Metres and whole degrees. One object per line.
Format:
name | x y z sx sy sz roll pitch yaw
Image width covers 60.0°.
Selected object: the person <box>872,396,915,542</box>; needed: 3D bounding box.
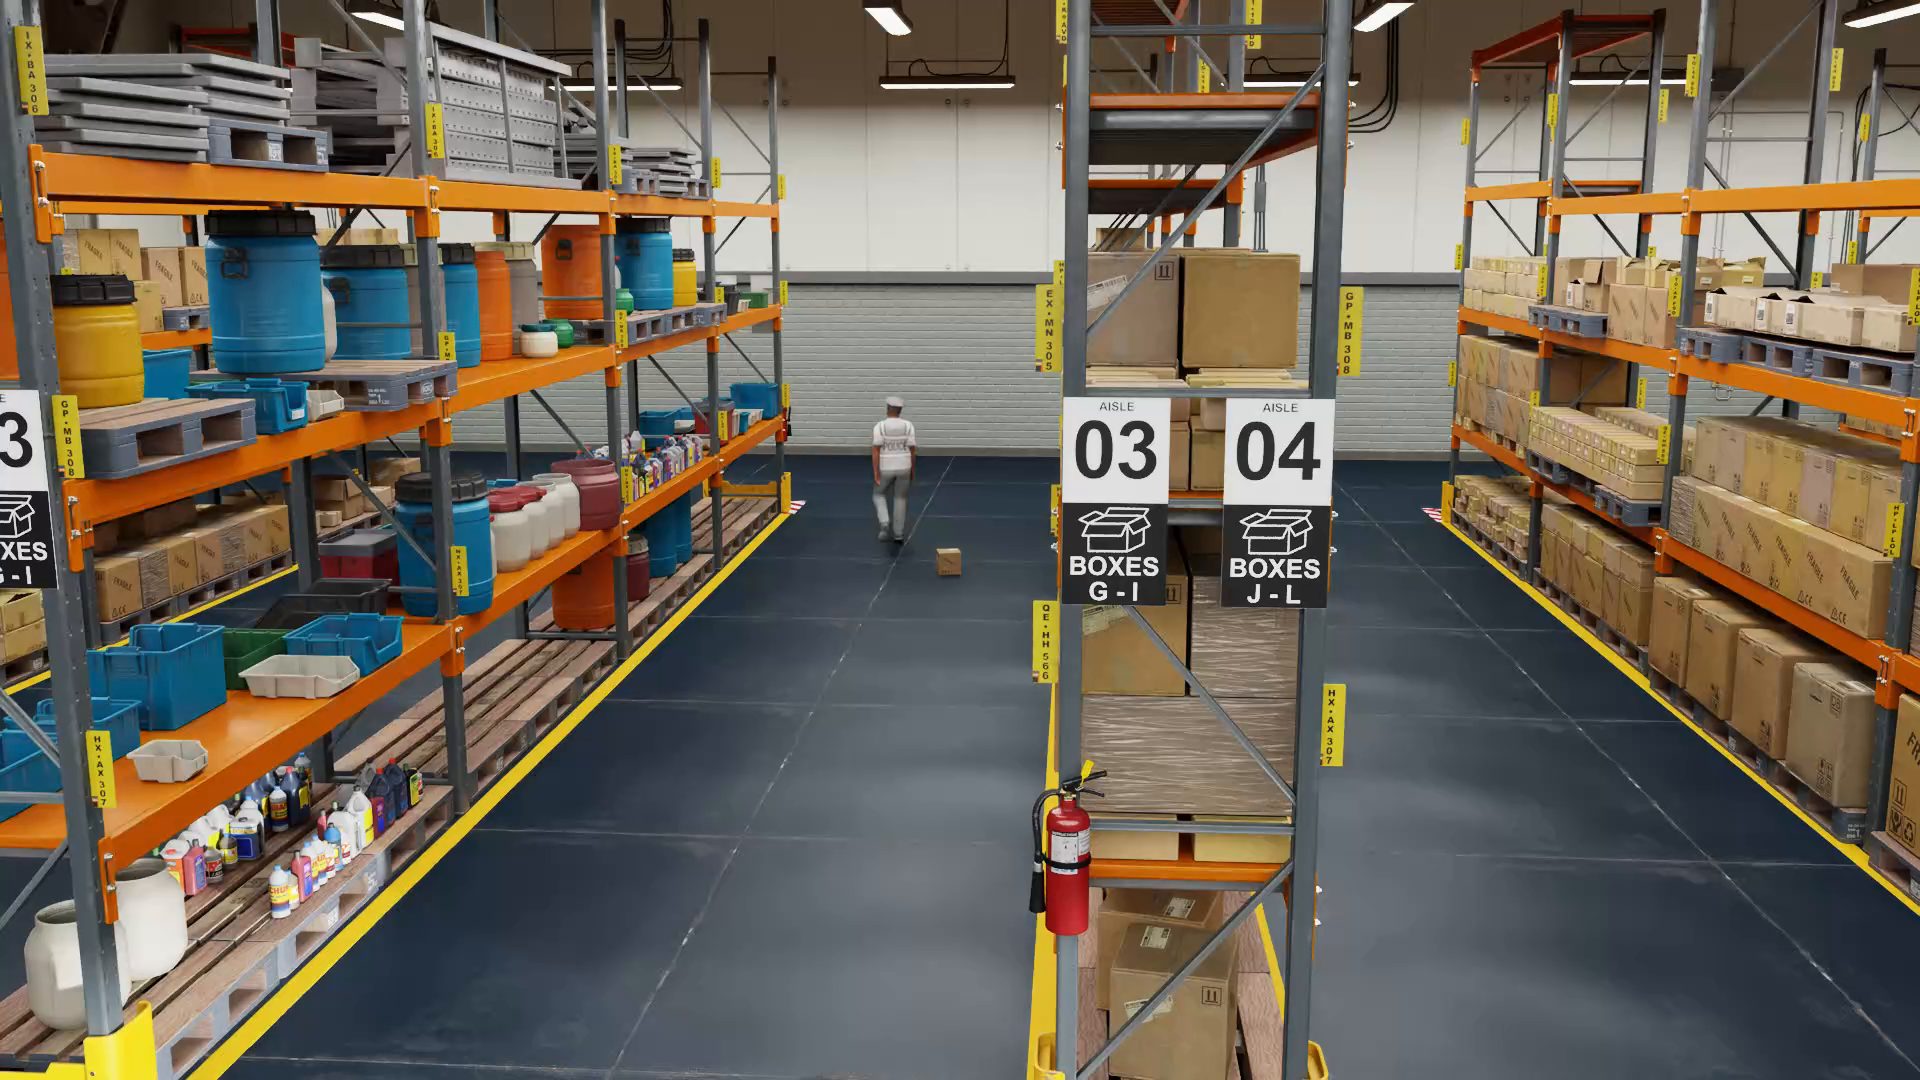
person | -0.822 -0.864 20.405 0.546 1.802 0.465 -2 11 -10
